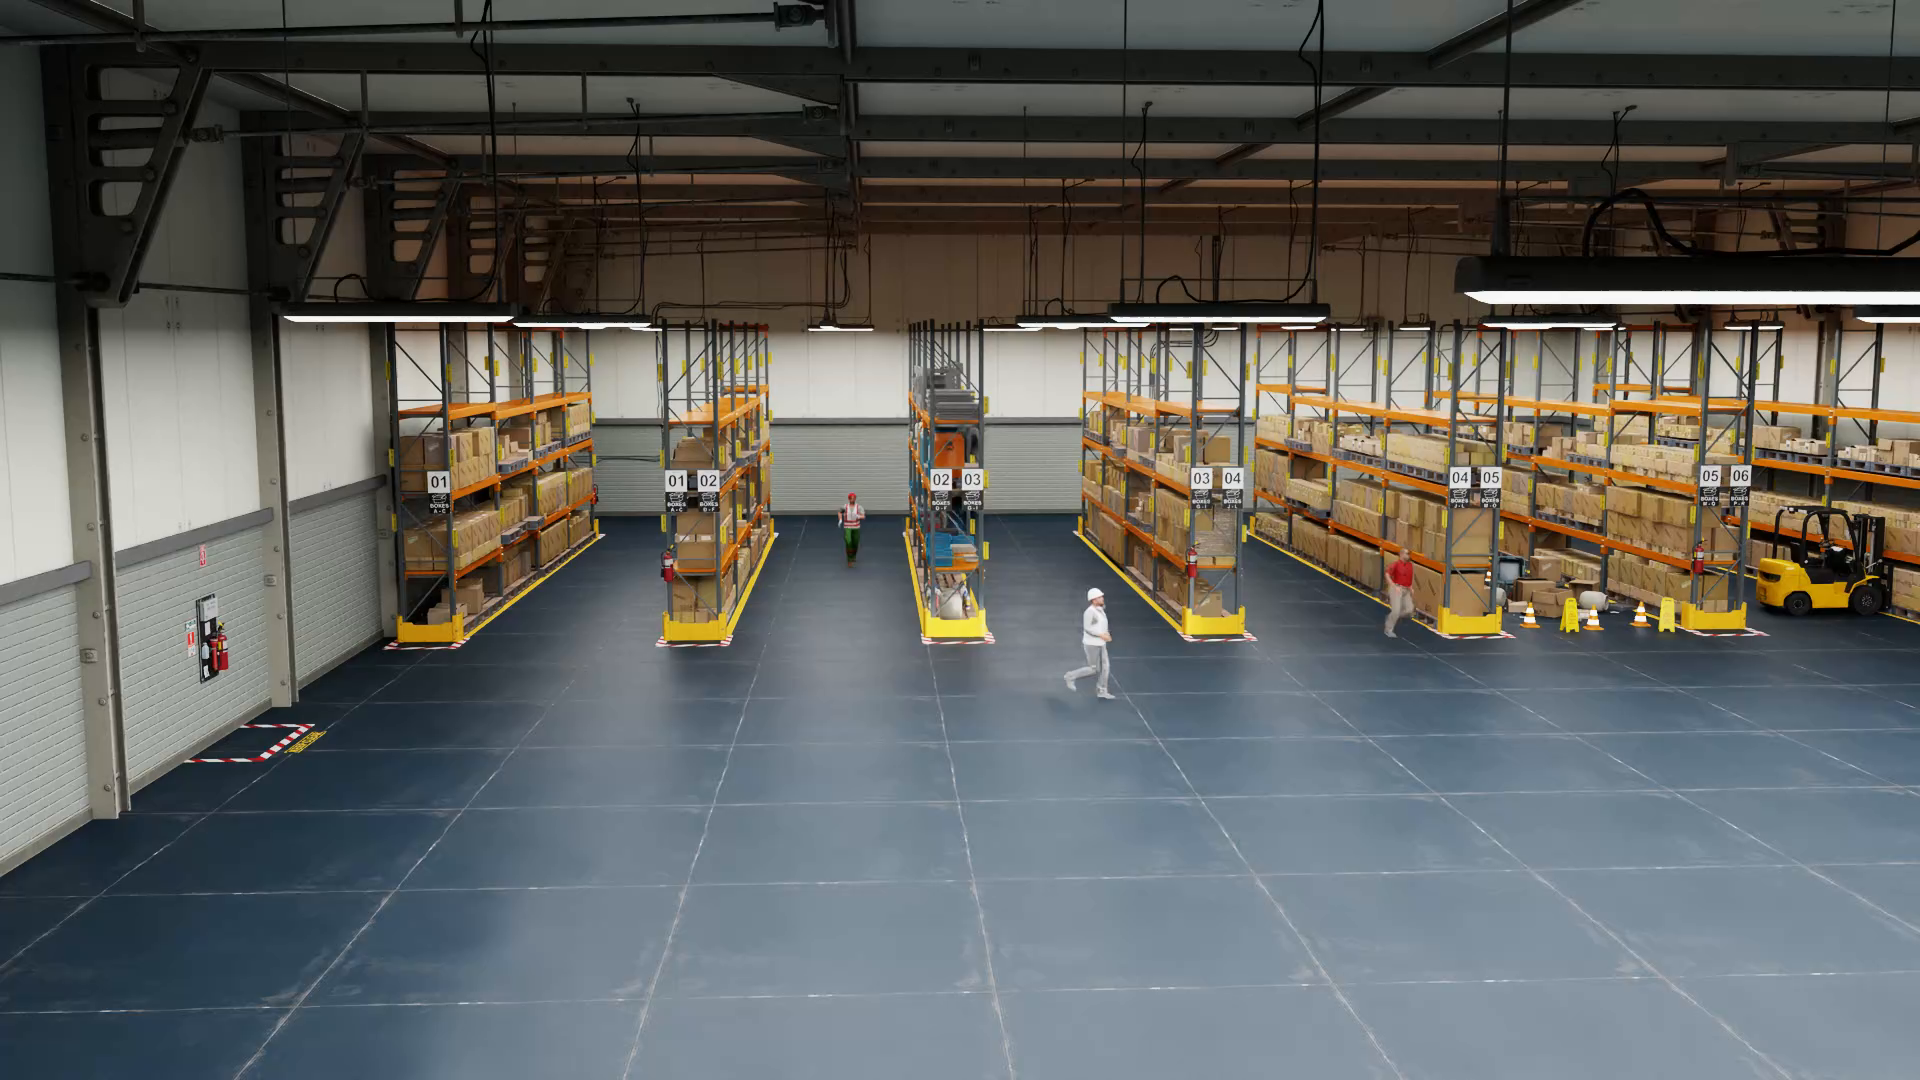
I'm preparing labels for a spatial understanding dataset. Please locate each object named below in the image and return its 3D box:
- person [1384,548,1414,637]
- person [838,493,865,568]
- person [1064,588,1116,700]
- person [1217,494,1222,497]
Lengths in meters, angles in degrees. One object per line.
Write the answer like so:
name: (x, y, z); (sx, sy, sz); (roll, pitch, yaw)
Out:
person: (8.414, 1.000, 31.712); (0.716, 1.679, 0.544); (-4, 8, -30)
person: (-2.673, -0.267, 41.153); (0.655, 1.817, 0.905); (-1, 7, -9)
person: (2.081, 1.632, 26.257); (0.810, 1.768, 0.669); (3, 8, 21)
person: (7.446, -1.037, 48.450); (0.760, 1.594, 0.616); (5, 8, 34)
